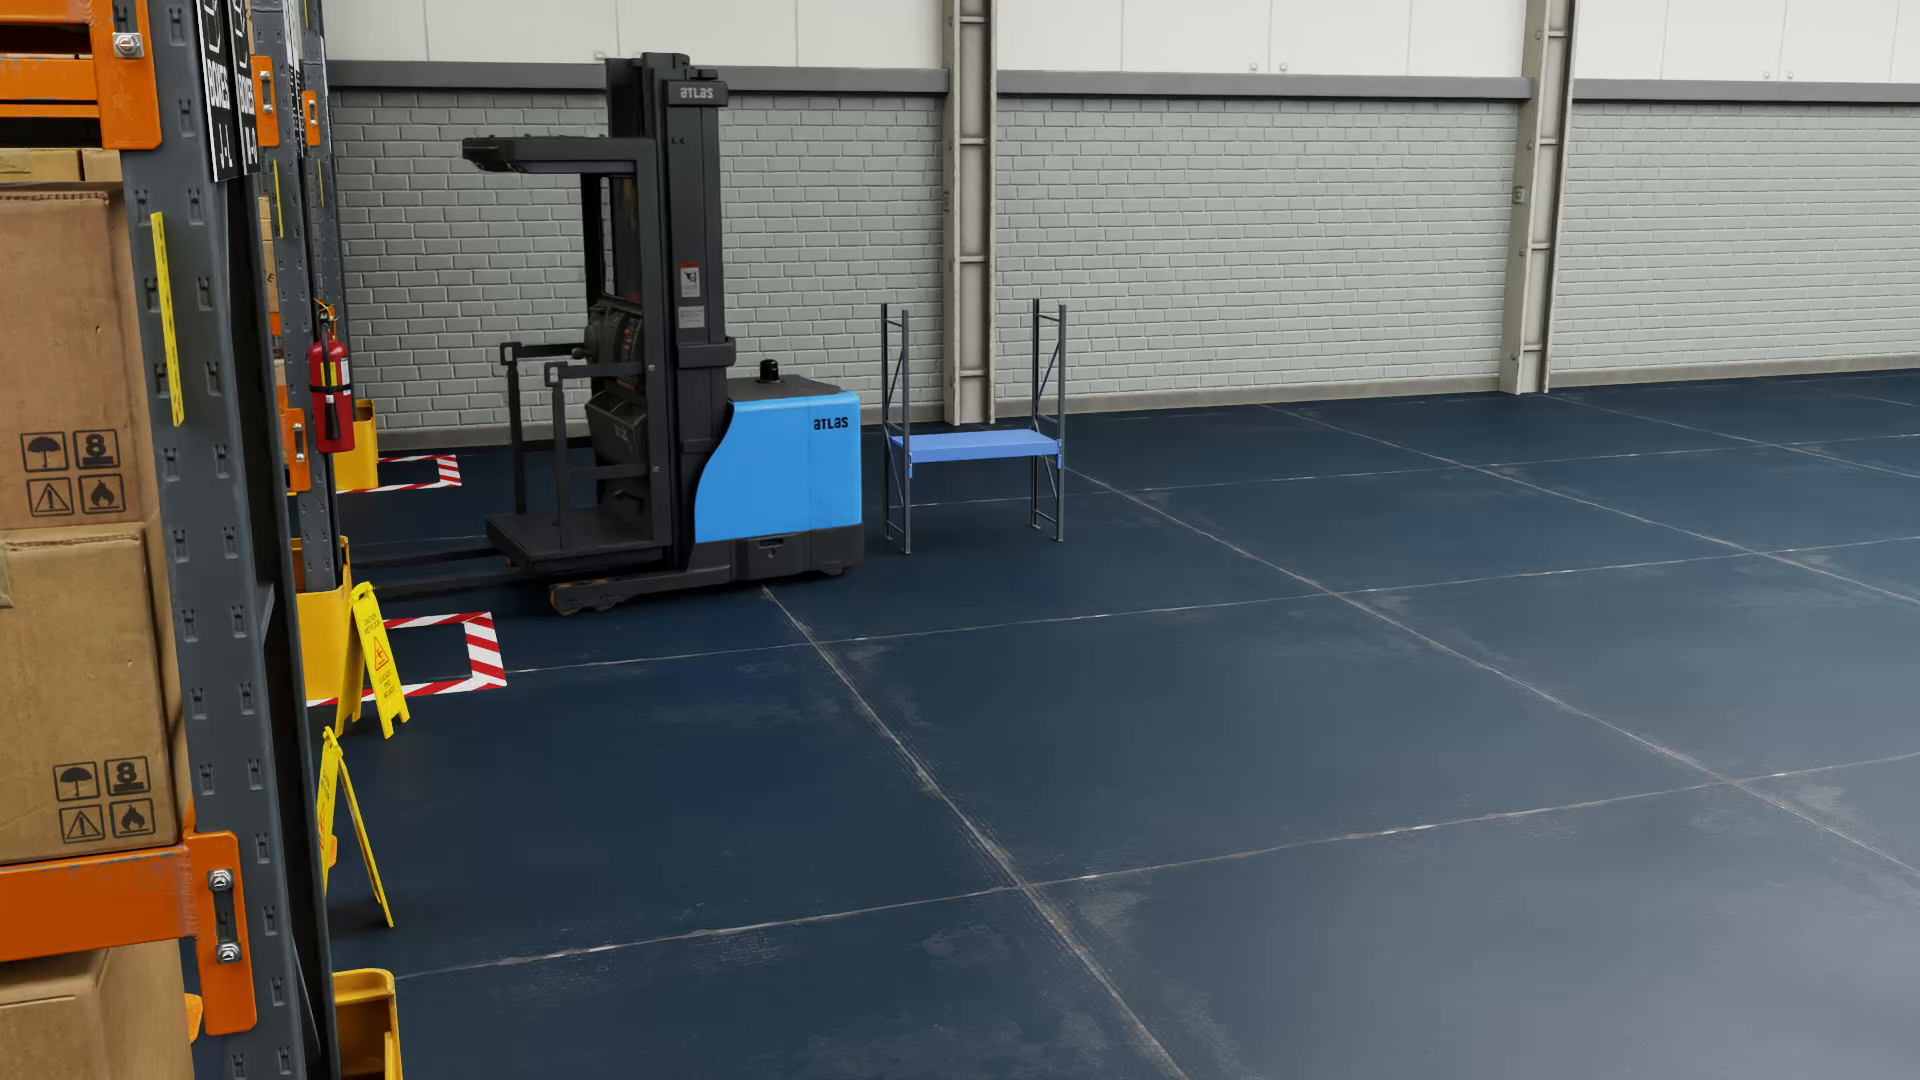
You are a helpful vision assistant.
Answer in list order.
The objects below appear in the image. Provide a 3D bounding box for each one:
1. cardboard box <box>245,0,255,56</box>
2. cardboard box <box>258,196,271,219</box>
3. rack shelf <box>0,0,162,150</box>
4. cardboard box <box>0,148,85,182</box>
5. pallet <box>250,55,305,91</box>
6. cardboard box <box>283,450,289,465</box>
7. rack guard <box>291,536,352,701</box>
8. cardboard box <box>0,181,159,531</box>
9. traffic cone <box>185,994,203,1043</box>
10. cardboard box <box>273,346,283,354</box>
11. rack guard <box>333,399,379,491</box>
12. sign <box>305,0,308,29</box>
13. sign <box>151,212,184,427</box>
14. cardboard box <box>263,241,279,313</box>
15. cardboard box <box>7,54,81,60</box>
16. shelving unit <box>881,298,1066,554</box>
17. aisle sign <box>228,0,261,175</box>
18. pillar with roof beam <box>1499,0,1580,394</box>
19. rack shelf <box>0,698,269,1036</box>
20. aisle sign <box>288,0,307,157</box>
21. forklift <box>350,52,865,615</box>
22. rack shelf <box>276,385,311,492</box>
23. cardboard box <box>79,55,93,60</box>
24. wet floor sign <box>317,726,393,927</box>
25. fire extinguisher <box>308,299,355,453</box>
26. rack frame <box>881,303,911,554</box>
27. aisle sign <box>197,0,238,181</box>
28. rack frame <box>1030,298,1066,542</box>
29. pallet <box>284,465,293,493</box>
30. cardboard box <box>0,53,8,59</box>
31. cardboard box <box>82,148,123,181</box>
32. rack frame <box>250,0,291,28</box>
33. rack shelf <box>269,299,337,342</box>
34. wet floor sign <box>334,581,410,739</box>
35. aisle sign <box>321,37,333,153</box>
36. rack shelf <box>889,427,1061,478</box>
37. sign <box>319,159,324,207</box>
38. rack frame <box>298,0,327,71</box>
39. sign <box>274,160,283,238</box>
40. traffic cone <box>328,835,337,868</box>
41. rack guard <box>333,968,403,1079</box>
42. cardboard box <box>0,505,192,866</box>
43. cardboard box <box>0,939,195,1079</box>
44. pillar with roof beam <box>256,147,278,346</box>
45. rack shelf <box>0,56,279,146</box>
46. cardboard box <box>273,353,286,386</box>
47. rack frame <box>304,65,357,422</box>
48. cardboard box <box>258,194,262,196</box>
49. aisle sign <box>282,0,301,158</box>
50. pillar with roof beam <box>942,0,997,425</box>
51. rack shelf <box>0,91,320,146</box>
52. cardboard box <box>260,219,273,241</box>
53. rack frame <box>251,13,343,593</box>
[{"bbox_3d":[-4.997,-3.627,11.586,0.500,0.500,0.500,-4,14,-16],"label":"cardboard box"},{"bbox_3d":[-4.928,-2.388,11.940,0.250,0.149,0.380,-4,14,-18],"label":"cardboard box"},{"bbox_3d":[-3.290,-0.747,2.374,4.000,0.370,1.077,-4,14,-18],"label":"rack shelf"},{"bbox_3d":[-3.965,-1.422,7.120,0.500,0.500,0.700,-4,14,-18],"label":"cardboard box"},{"bbox_3d":[-5.334,-3.322,11.834,1.213,0.211,1.003,-4,14,-18],"label":"pallet"},{"bbox_3d":[-5.000,-0.715,12.199,0.500,0.250,0.500,-4,14,-18],"label":"cardboard box"},{"bbox_3d":[-3.141,0.358,8.057,0.348,0.500,1.175,-4,14,-18],"label":"rack guard"},{"bbox_3d":[-1.758,-0.365,3.037,0.550,0.550,0.875,-4,14,-18],"label":"cardboard box"},{"bbox_3d":[-2.351,1.177,4.697,0.334,0.463,0.336,-4,14,-18],"label":"traffic cone"},{"bbox_3d":[-5.171,-1.311,12.546,0.500,0.250,0.500,-5,14,-19],"label":"cardboard box"},{"bbox_3d":[-4.633,-0.738,12.664,0.348,0.500,1.175,-4,14,-18],"label":"rack guard"},{"bbox_3d":[-4.496,-3.683,11.422,0.005,0.325,0.100,-4,14,-18],"label":"sign"},{"bbox_3d":[-1.234,-0.344,2.592,0.005,0.325,0.100,-4,14,-18],"label":"sign"},{"bbox_3d":[-5.038,-1.907,11.960,0.500,0.500,0.500,-5,14,-19],"label":"cardboard box"},{"bbox_3d":[-3.806,-2.075,6.946,0.250,0.149,0.380,-4,14,-16],"label":"cardboard box"},{"bbox_3d":[0.081,-0.736,10.496,1.048,1.500,0.538,-4,14,-18],"label":"shelving unit"},{"bbox_3d":[-1.423,-1.121,3.256,0.004,0.787,0.394,-4,14,-18],"label":"aisle sign"},{"bbox_3d":[7.144,-4.958,12.042,0.400,9.000,9.100,-4,14,-18],"label":"pillar with roof beam"},{"bbox_3d":[-3.290,0.712,2.721,4.000,0.370,1.077,-4,14,-18],"label":"rack shelf"},{"bbox_3d":[-3.109,-2.201,7.795,0.004,0.787,0.394,-4,14,-18],"label":"aisle sign"},{"bbox_3d":[-2.106,-1.161,9.190,3.031,2.935,1.130,-7,15,-27],"label":"forklift"},{"bbox_3d":[-4.964,-0.366,7.254,4.000,0.370,1.077,-4,14,-18],"label":"rack shelf"},{"bbox_3d":[-3.543,-2.087,6.997,0.250,0.149,0.380,-4,14,-18],"label":"cardboard box"},{"bbox_3d":[-1.998,0.924,5.366,0.232,0.644,0.267,-7,15,-28],"label":"wet floor sign"},{"bbox_3d":[-2.813,-0.733,7.411,0.183,0.674,0.296,-4,14,-18],"label":"fire extinguisher"},{"bbox_3d":[-0.401,-0.698,10.338,0.032,1.500,0.500,-4,14,-18],"label":"rack frame"},{"bbox_3d":[-1.231,-0.990,2.703,0.004,0.787,0.394,-4,14,-18],"label":"aisle sign"},{"bbox_3d":[0.563,-0.773,10.653,0.032,1.500,0.500,-4,14,-18],"label":"rack frame"},{"bbox_3d":[-5.367,-0.530,12.414,1.213,0.211,1.003,-4,14,-18],"label":"pallet"},{"bbox_3d":[-4.067,-2.071,6.929,0.250,0.149,0.380,-4,14,-18],"label":"cardboard box"},{"bbox_3d":[-3.483,-1.458,7.270,0.500,0.500,0.700,-5,14,-19],"label":"cardboard box"},{"bbox_3d":[-3.069,-3.782,7.097,0.127,3.000,1.000,-4,14,-18],"label":"rack frame"},{"bbox_3d":[-6.551,-1.454,11.830,4.000,0.370,1.077,-4,14,-18],"label":"rack shelf"},{"bbox_3d":[-2.547,0.502,7.136,0.232,0.644,0.267,0,13,1],"label":"wet floor sign"},{"bbox_3d":[-4.500,-3.157,11.816,0.004,0.787,0.394,-4,14,-18],"label":"aisle sign"},{"bbox_3d":[0.081,-0.561,10.537,1.000,0.185,0.538,-4,14,-18],"label":"rack shelf"},{"bbox_3d":[-4.496,-2.510,11.701,0.005,0.325,0.100,-4,14,-18],"label":"sign"},{"bbox_3d":[-4.655,-4.871,11.673,0.127,3.000,1.000,-4,14,-18],"label":"rack frame"},{"bbox_3d":[-2.911,-1.457,7.103,0.005,0.325,0.100,-4,14,-18],"label":"sign"},{"bbox_3d":[-2.389,0.904,5.844,0.334,0.463,0.336,-4,14,-18],"label":"traffic cone"},{"bbox_3d":[-1.372,1.429,3.555,0.348,0.500,1.175,-4,14,-18],"label":"rack guard"},{"bbox_3d":[-1.732,0.179,3.084,0.550,0.550,0.875,-4,14,-18],"label":"cardboard box"},{"bbox_3d":[-2.016,1.109,3.184,0.875,0.875,0.875,-4,14,-18],"label":"cardboard box"},{"bbox_3d":[-4.230,-4.073,8.318,0.400,9.000,9.100,-4,14,-18],"label":"pillar with roof beam"},{"bbox_3d":[-4.964,-1.825,6.907,4.000,0.370,1.077,-4,14,-18],"label":"rack shelf"},{"bbox_3d":[-4.992,-1.203,12.090,0.500,0.250,0.500,-4,14,-16],"label":"cardboard box"},{"bbox_3d":[-4.655,-1.952,12.367,0.127,3.000,1.000,-4,14,-18],"label":"rack frame"},{"bbox_3d":[-5.314,-2.477,12.314,0.250,0.149,0.380,-4,14,-16],"label":"cardboard box"},{"bbox_3d":[-2.918,-2.069,7.242,0.004,0.787,0.394,-4,14,-18],"label":"aisle sign"},{"bbox_3d":[1.457,-4.515,10.180,0.400,9.000,9.100,-4,14,-18],"label":"pillar with roof beam"},{"bbox_3d":[-6.551,-2.914,11.482,4.000,0.370,1.077,-4,14,-18],"label":"rack shelf"},{"bbox_3d":[-4.895,-2.229,11.914,0.250,0.149,0.380,-4,14,-17],"label":"cardboard box"},{"bbox_3d":[-3.069,-0.864,7.791,0.127,3.000,1.000,-4,14,-18],"label":"rack frame"}]
